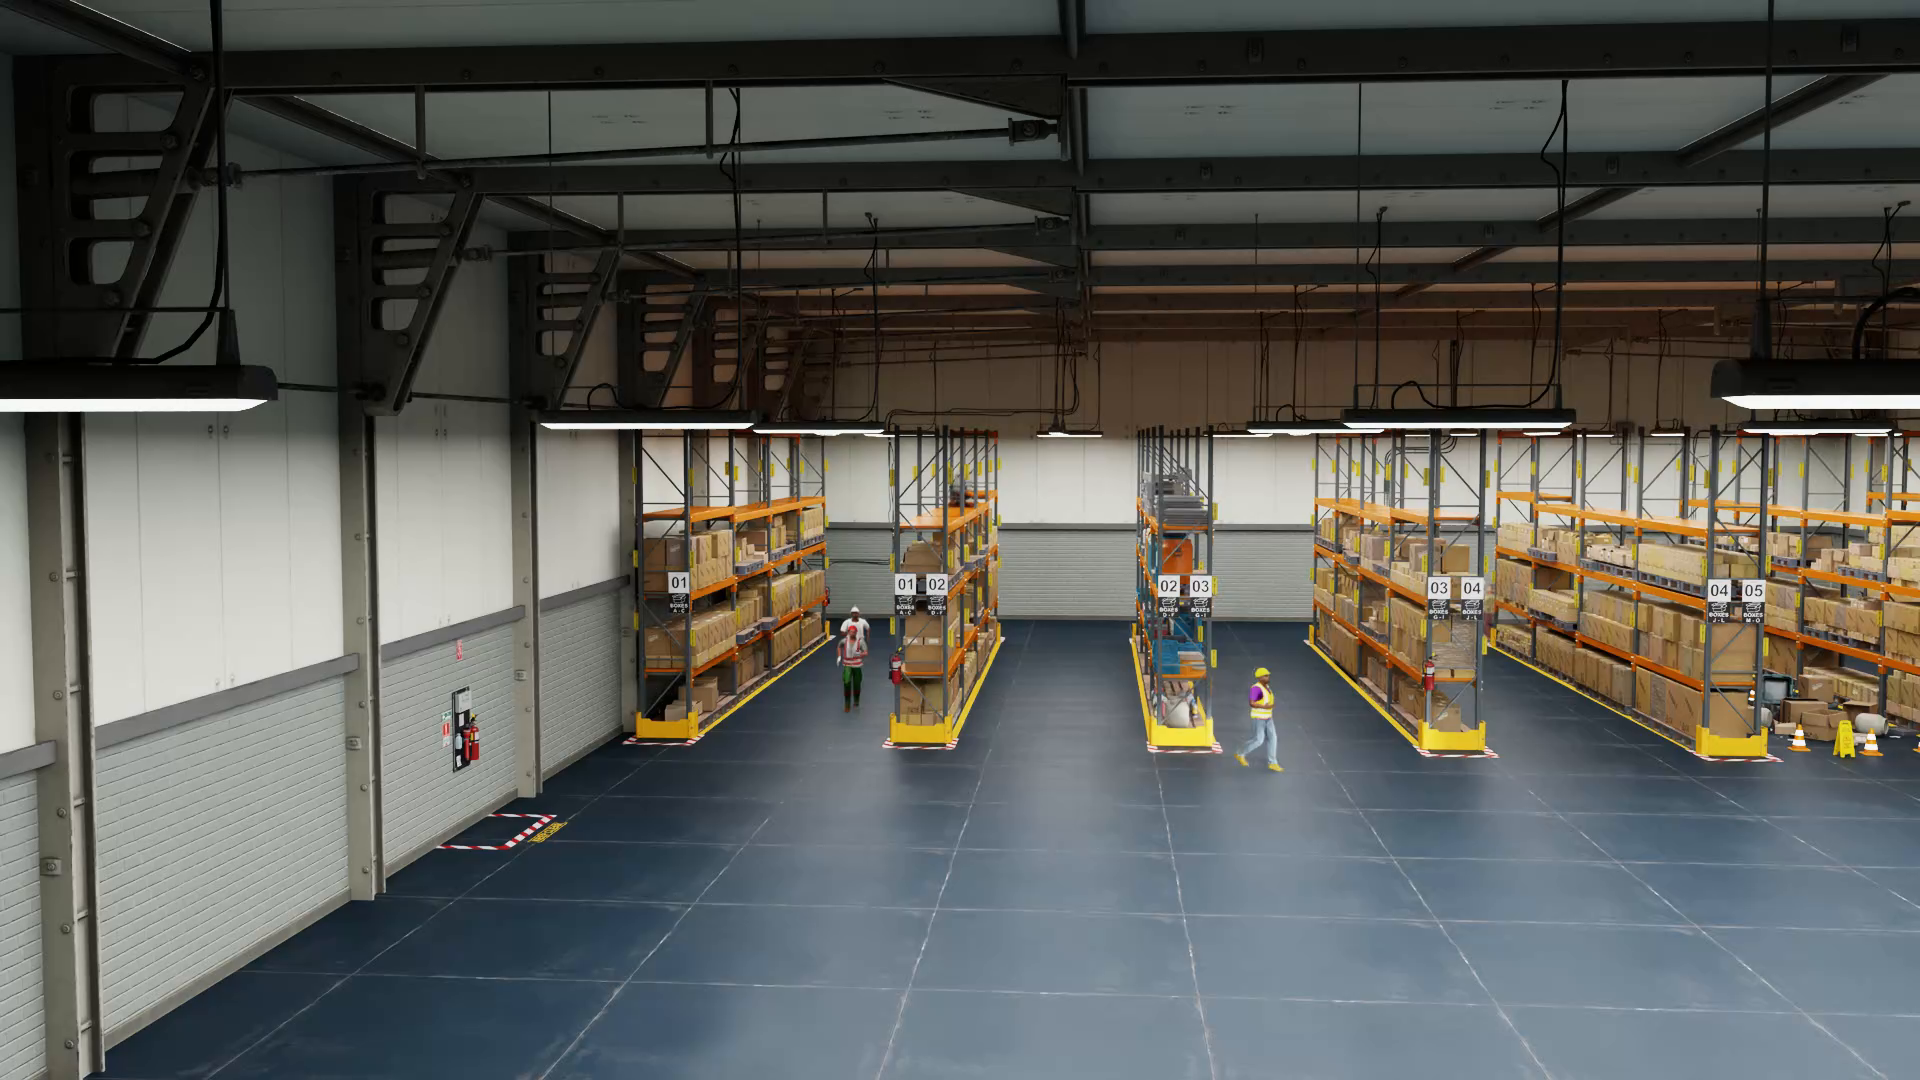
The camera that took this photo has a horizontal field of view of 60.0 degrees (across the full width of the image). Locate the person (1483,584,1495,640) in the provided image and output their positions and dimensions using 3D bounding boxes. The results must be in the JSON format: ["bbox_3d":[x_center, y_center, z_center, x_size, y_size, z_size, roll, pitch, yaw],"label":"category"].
[{"bbox_3d":[14.993,2.064,47.357,0.558,1.629,0.595,-1,4,-14],"label":"person"}]

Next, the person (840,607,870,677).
[{"bbox_3d":[-2.474,2.459,39.299,0.707,1.746,0.976,0,3,-2],"label":"person"}]

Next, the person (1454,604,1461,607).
[{"bbox_3d":[13.491,2.162,44.782,0.673,1.786,0.766,1,3,10],"label":"person"}]

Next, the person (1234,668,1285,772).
[{"bbox_3d":[5.219,3.107,28.809,0.853,1.785,0.706,2,4,36],"label":"person"}]

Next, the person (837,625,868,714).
[{"bbox_3d":[-2.271,2.707,35.137,0.663,1.836,0.860,0,3,-3],"label":"person"}]
